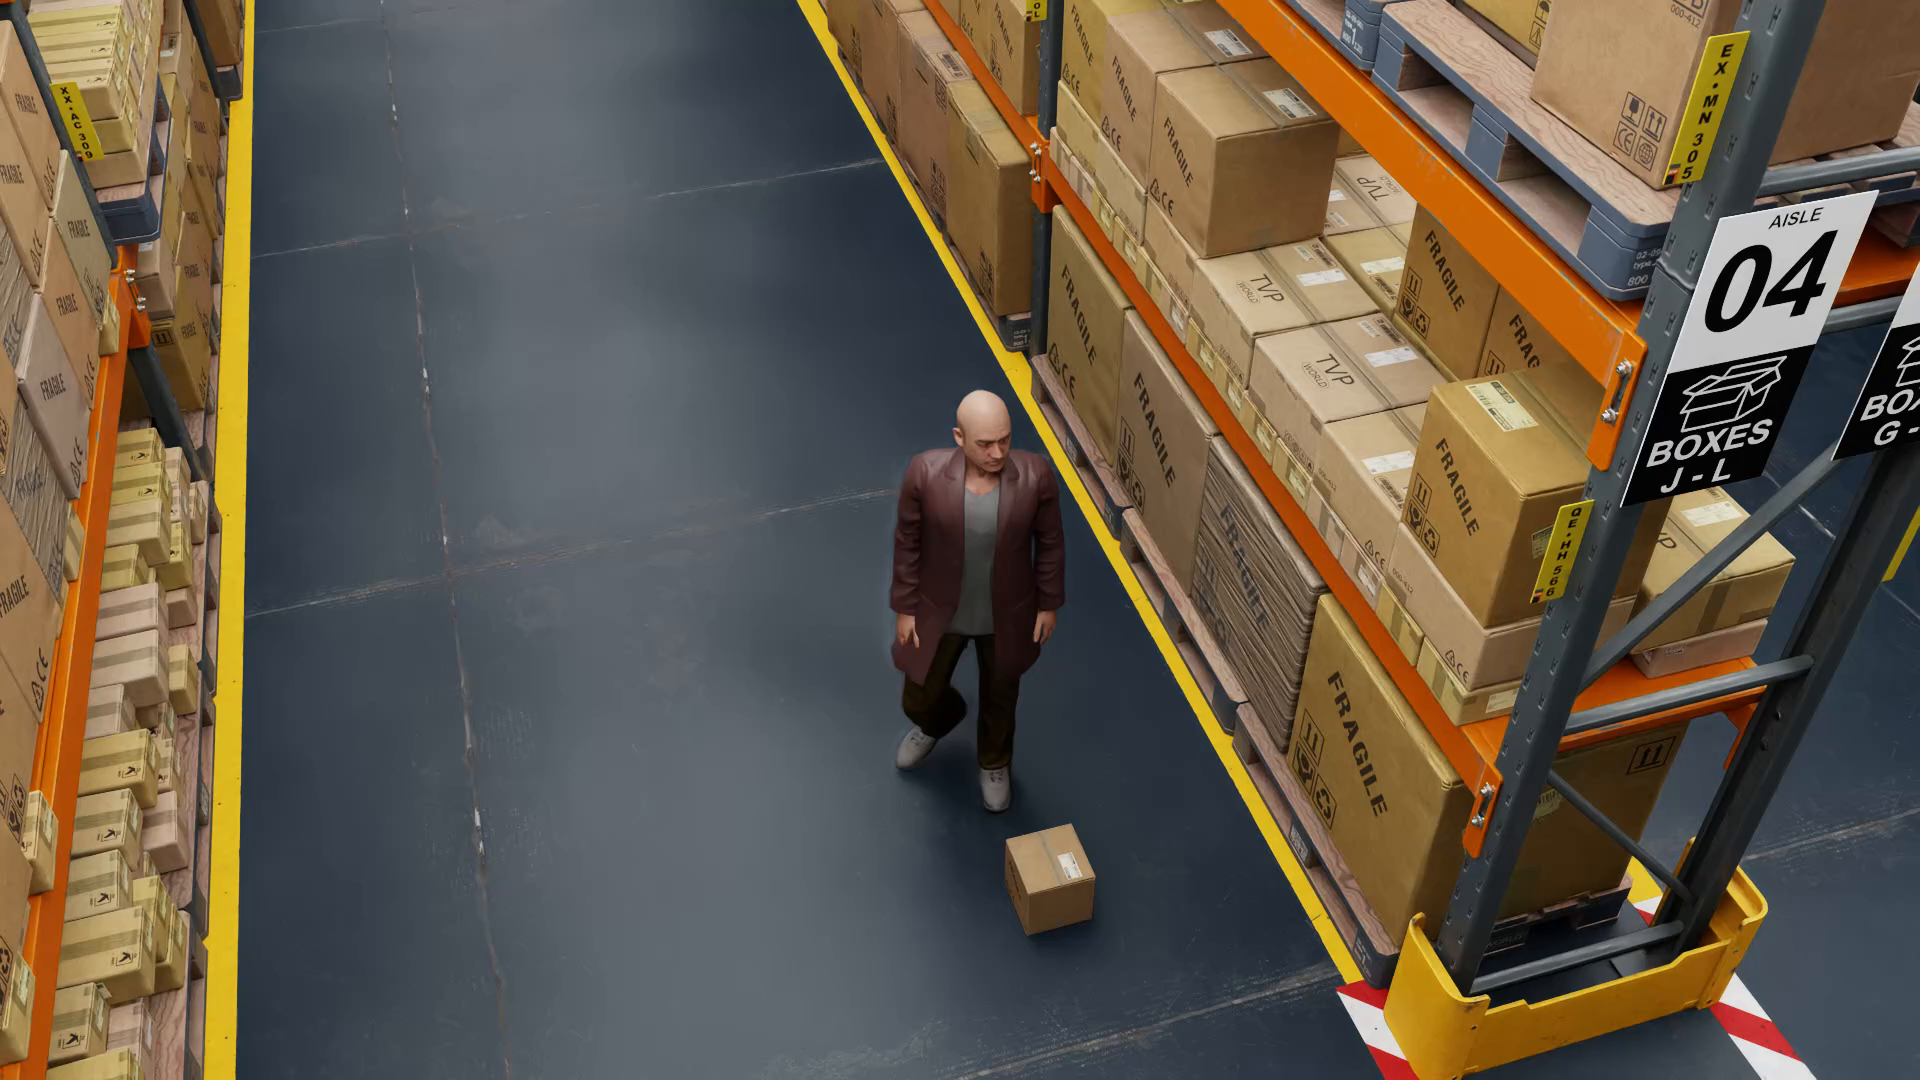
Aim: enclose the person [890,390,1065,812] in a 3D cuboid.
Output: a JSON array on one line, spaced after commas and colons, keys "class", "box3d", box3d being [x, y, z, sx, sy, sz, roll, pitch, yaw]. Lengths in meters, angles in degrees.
[{"class": "person", "box3d": [0.059, 0.233, 5.876, 0.628, 1.781, 0.476, -1, 42, -1]}]
